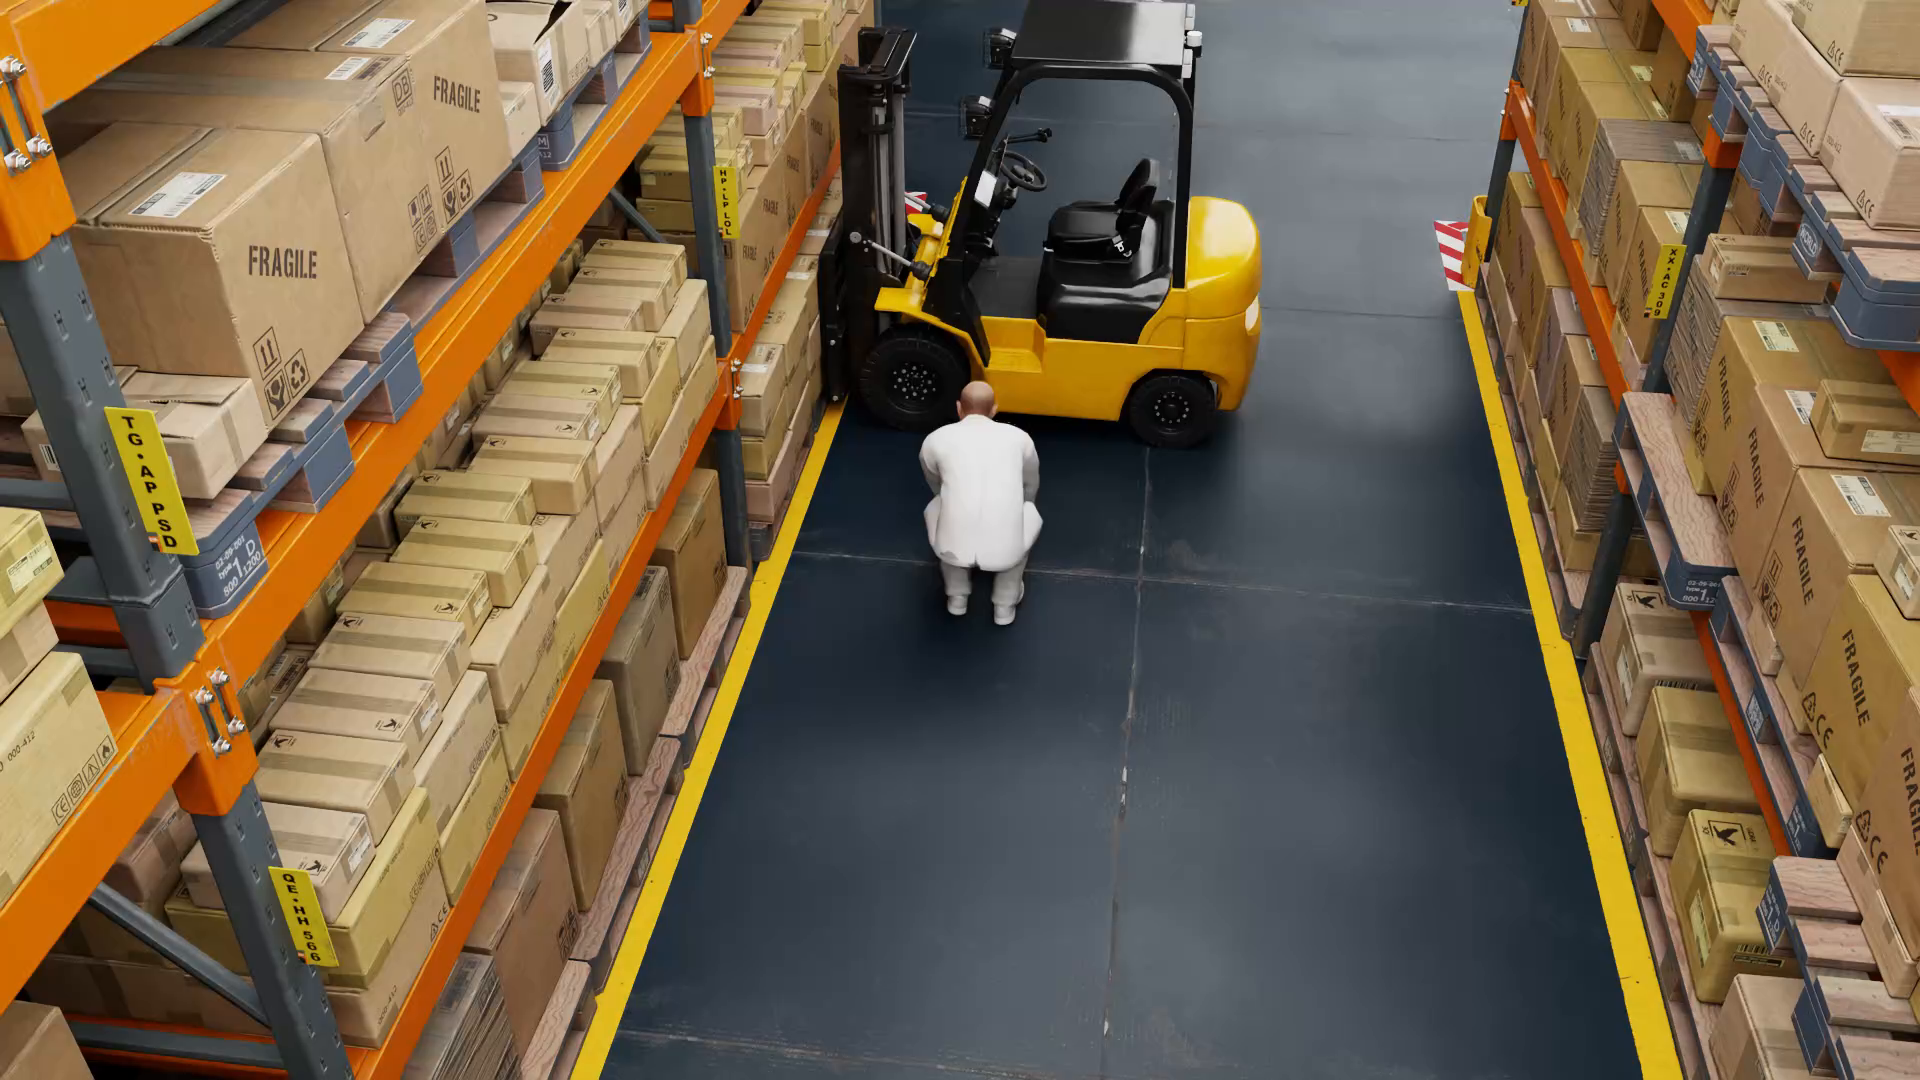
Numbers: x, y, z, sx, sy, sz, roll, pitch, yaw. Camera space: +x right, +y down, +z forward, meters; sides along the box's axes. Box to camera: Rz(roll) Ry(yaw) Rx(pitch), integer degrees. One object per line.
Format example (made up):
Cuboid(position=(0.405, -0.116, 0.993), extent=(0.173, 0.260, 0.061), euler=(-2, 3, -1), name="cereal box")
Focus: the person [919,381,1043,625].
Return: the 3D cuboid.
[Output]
Cuboid(position=(0.100, -0.176, 7.981), extent=(0.613, 0.986, 0.910), euler=(4, 36, 6), name="person")
